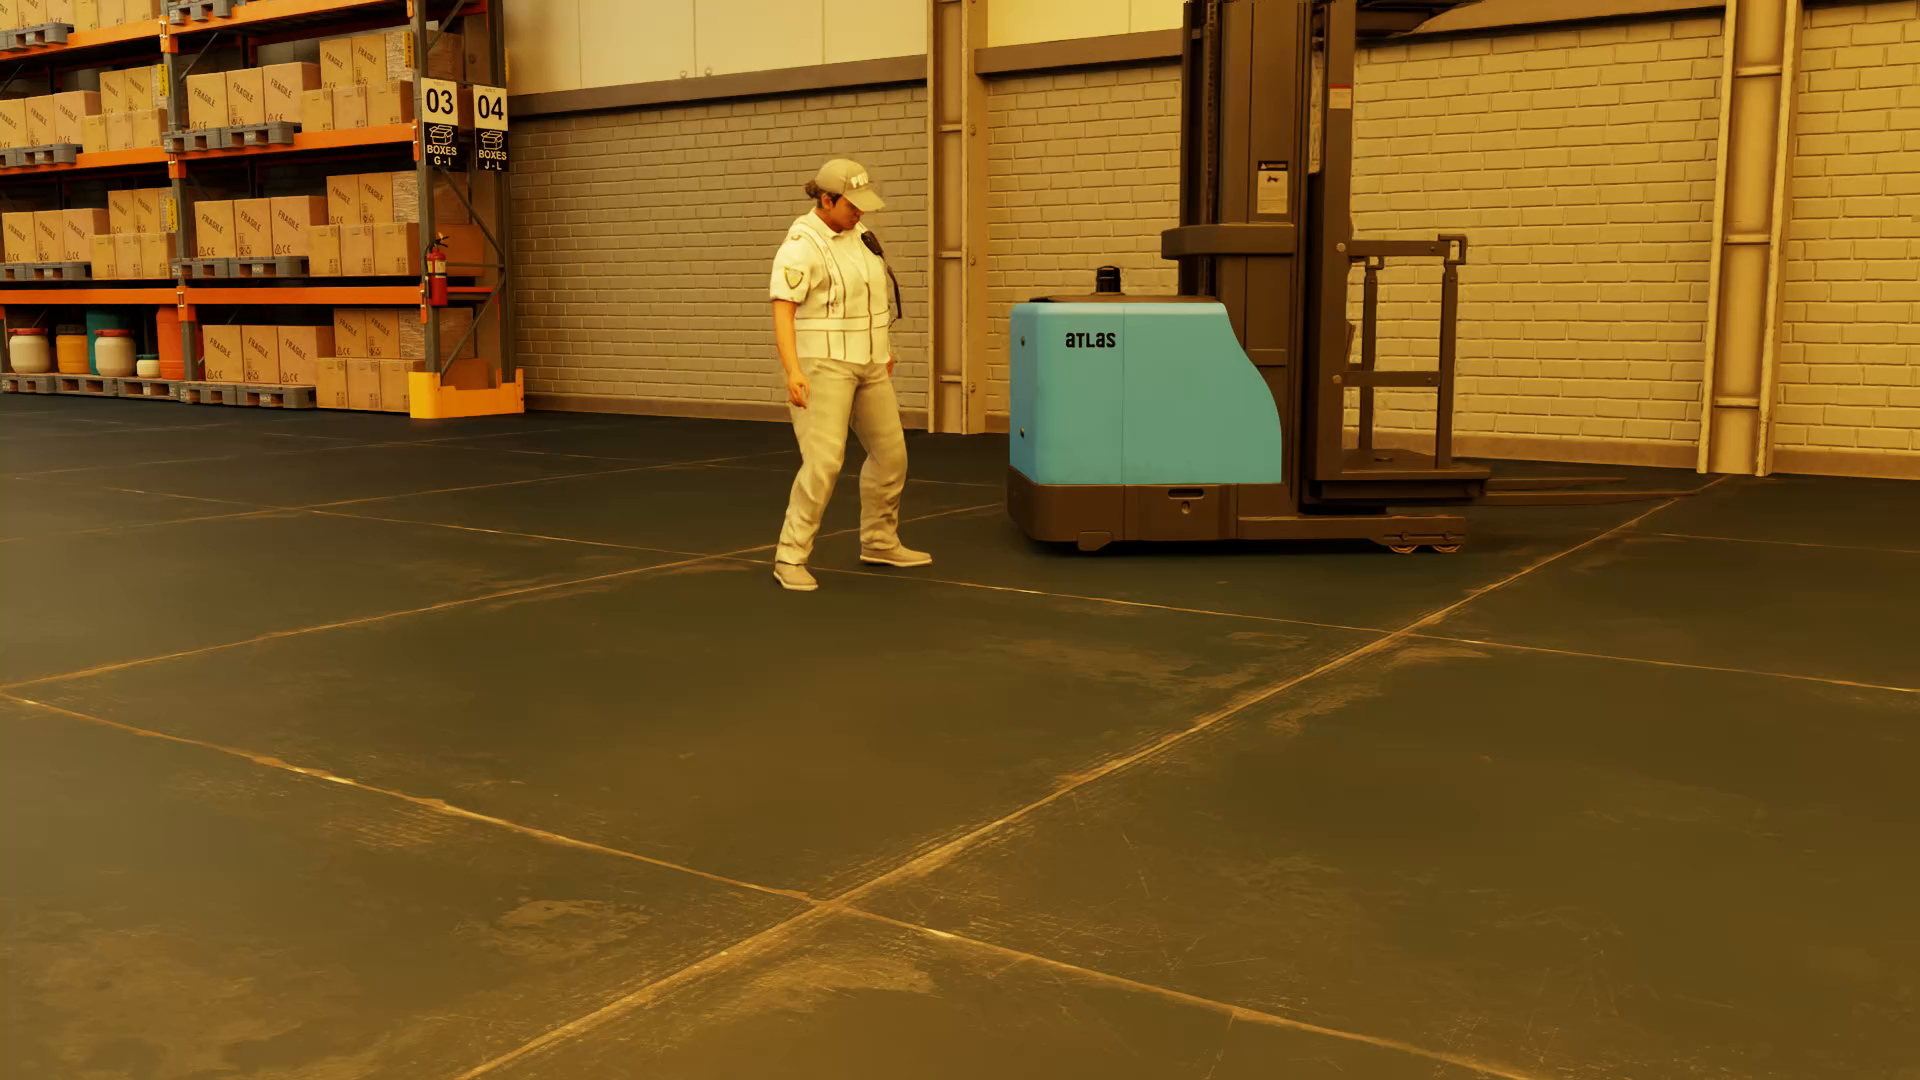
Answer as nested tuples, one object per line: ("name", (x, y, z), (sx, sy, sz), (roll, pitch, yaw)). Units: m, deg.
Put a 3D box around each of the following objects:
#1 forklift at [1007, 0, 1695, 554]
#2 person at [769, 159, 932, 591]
("forklift", (1.774, -1.465, 7.494), (3.031, 2.935, 1.130), (-1, 8, -6))
("person", (-0.443, -0.650, 6.485), (0.452, 1.618, 0.868), (6, 10, 36))
